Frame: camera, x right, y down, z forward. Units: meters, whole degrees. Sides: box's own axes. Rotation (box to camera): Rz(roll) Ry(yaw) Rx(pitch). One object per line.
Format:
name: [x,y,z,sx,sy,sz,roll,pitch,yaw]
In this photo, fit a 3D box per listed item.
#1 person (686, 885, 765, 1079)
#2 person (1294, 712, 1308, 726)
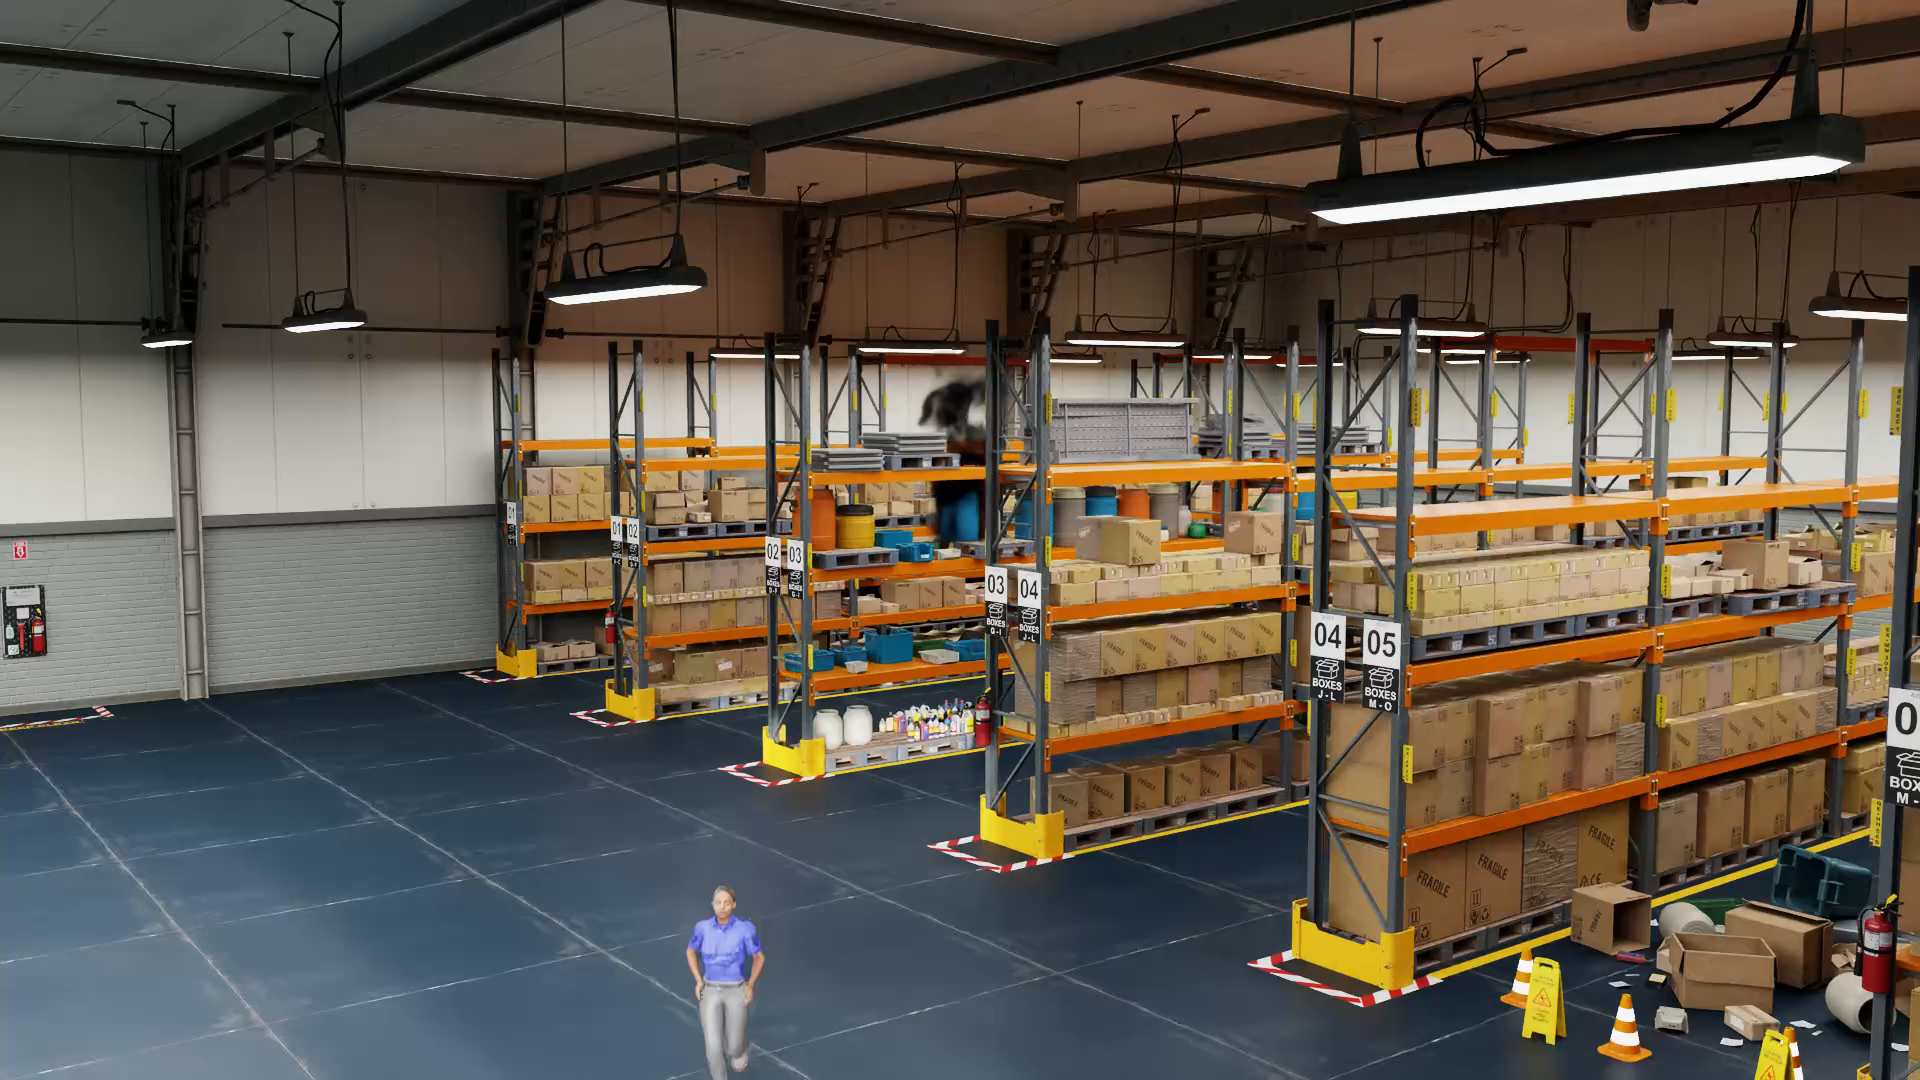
person: [-1.713,3.309,12.120,0.577,1.632,0.686,0,5,-1]
person: [4.989,2.104,23.815,0.665,1.702,0.574,5,7,42]
